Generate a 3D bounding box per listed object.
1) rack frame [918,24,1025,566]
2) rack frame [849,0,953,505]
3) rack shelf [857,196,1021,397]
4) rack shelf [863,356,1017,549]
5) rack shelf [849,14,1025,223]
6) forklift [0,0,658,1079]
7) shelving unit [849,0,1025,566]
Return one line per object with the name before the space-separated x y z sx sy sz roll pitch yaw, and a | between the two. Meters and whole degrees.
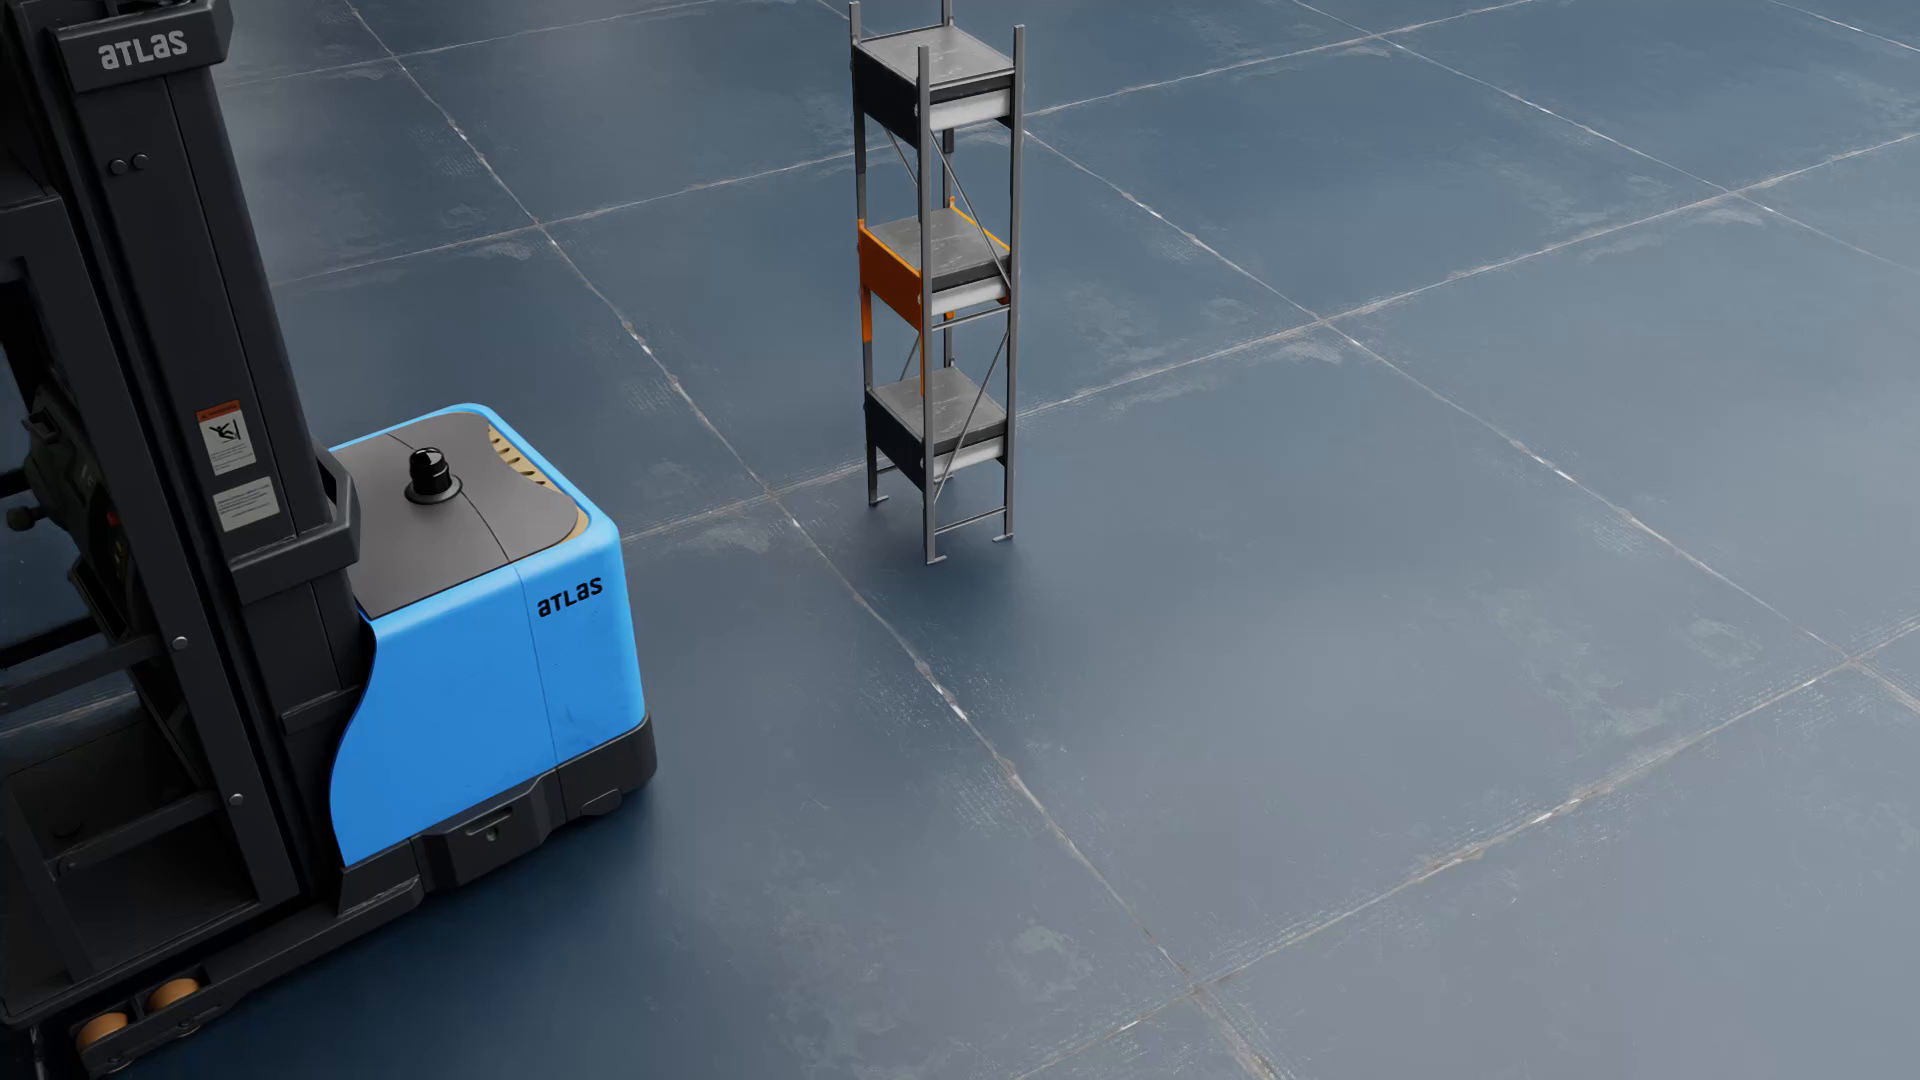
rack frame | 0.039 -0.808 6.076 0.400 2.100 0.015 -19 40 -24
rack frame | -0.206 -1.057 6.417 0.400 2.100 0.015 -19 40 -24
rack shelf | -0.083 -0.921 6.254 0.431 0.518 0.480 -19 40 -24
rack shelf | -0.083 -0.356 6.667 0.431 0.518 0.480 -19 40 -24
rack shelf | -0.083 -1.487 5.841 0.431 0.518 0.480 -19 40 -24
forklift | -2.484 -0.036 4.314 3.031 2.935 1.130 -25 43 -30
shelving unit | -0.083 -0.932 6.246 0.431 2.100 0.503 -19 40 -24
